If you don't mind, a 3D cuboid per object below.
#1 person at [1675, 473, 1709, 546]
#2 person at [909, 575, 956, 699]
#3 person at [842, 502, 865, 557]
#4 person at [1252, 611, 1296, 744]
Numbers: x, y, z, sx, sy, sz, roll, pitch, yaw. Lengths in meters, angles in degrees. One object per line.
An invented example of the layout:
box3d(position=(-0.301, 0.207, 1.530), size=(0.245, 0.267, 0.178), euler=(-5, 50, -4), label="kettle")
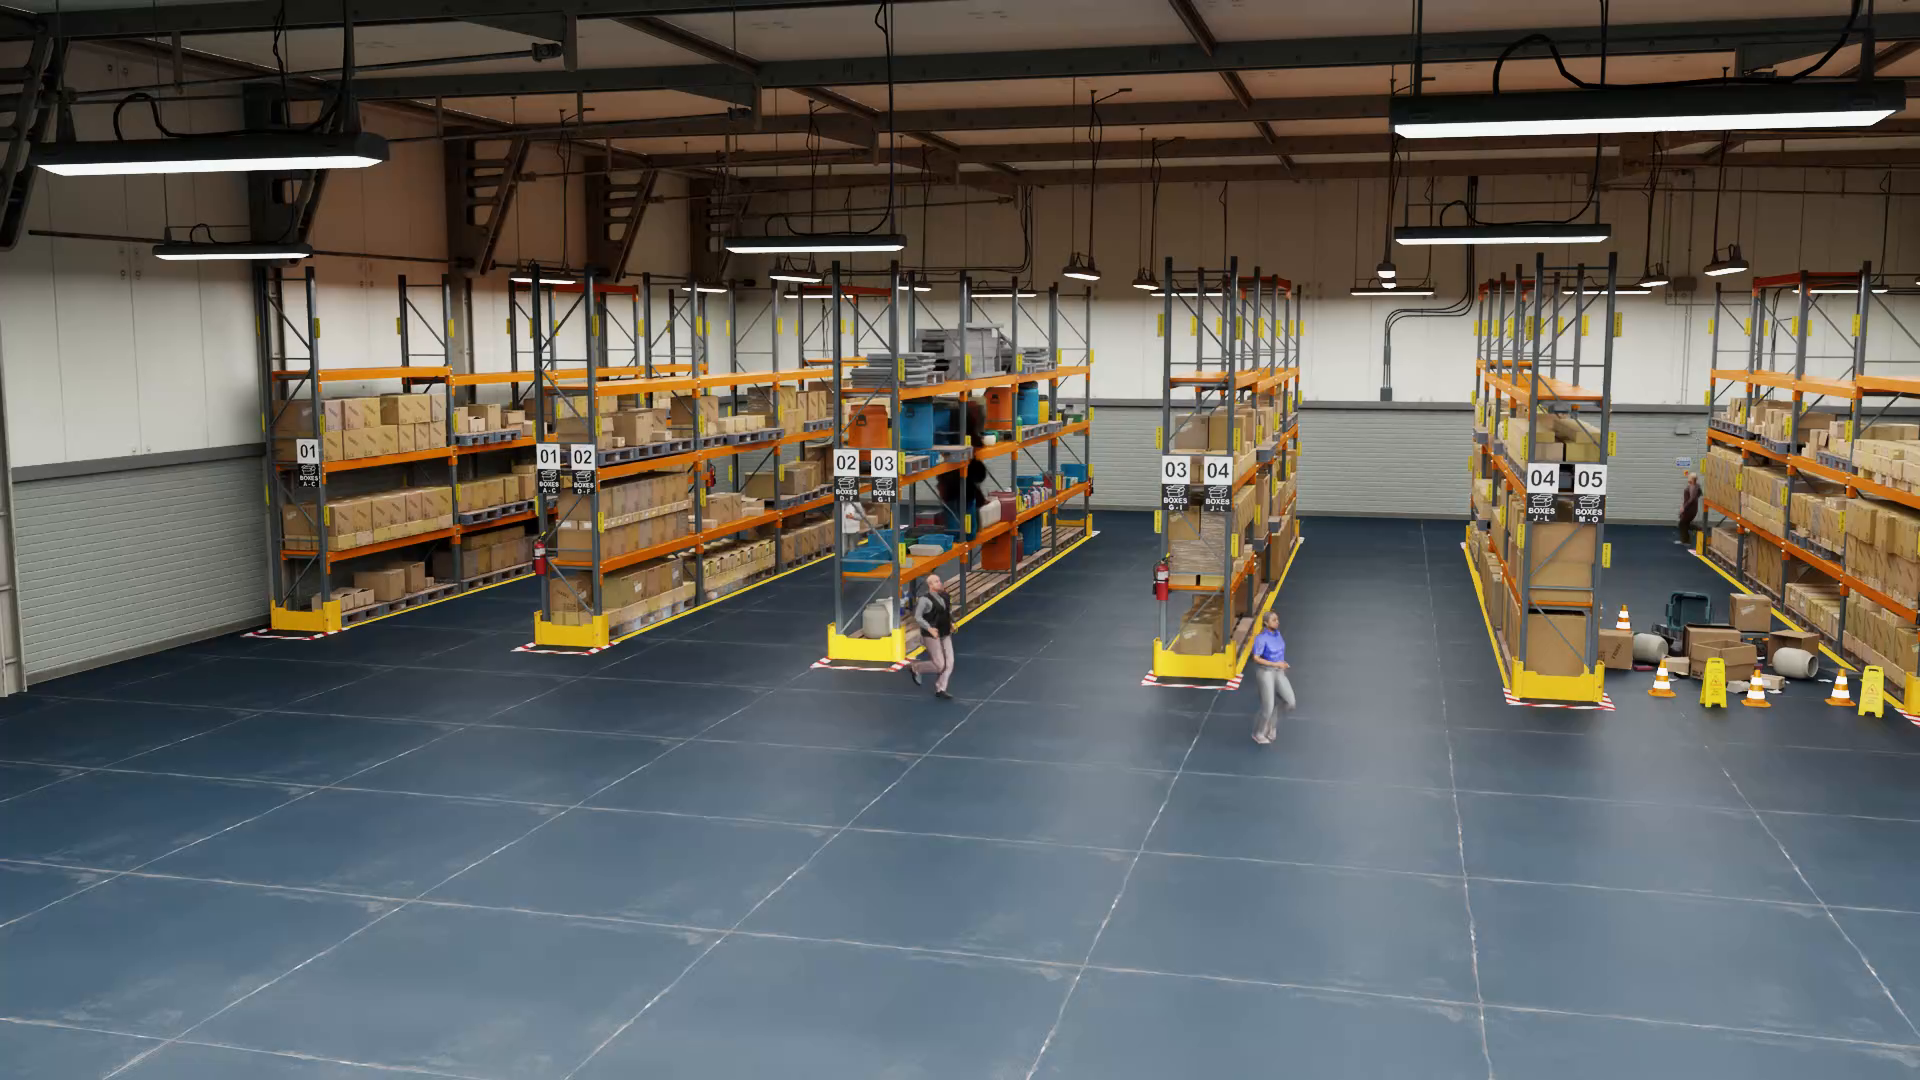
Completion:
box3d(position=(16.822, -0.661, 38.219), size=(0.726, 1.670, 0.774), euler=(4, 9, 31), label="person")
box3d(position=(-0.355, 1.307, 22.661), size=(0.678, 1.681, 0.659), euler=(6, 9, 38), label="person")
box3d(position=(-2.078, -0.115, 31.244), size=(0.630, 1.861, 0.752), euler=(1, 7, 10), label="person")
box3d(position=(3.766, 1.660, 19.993), size=(0.630, 1.626, 0.576), euler=(-6, 9, -39), label="person")
